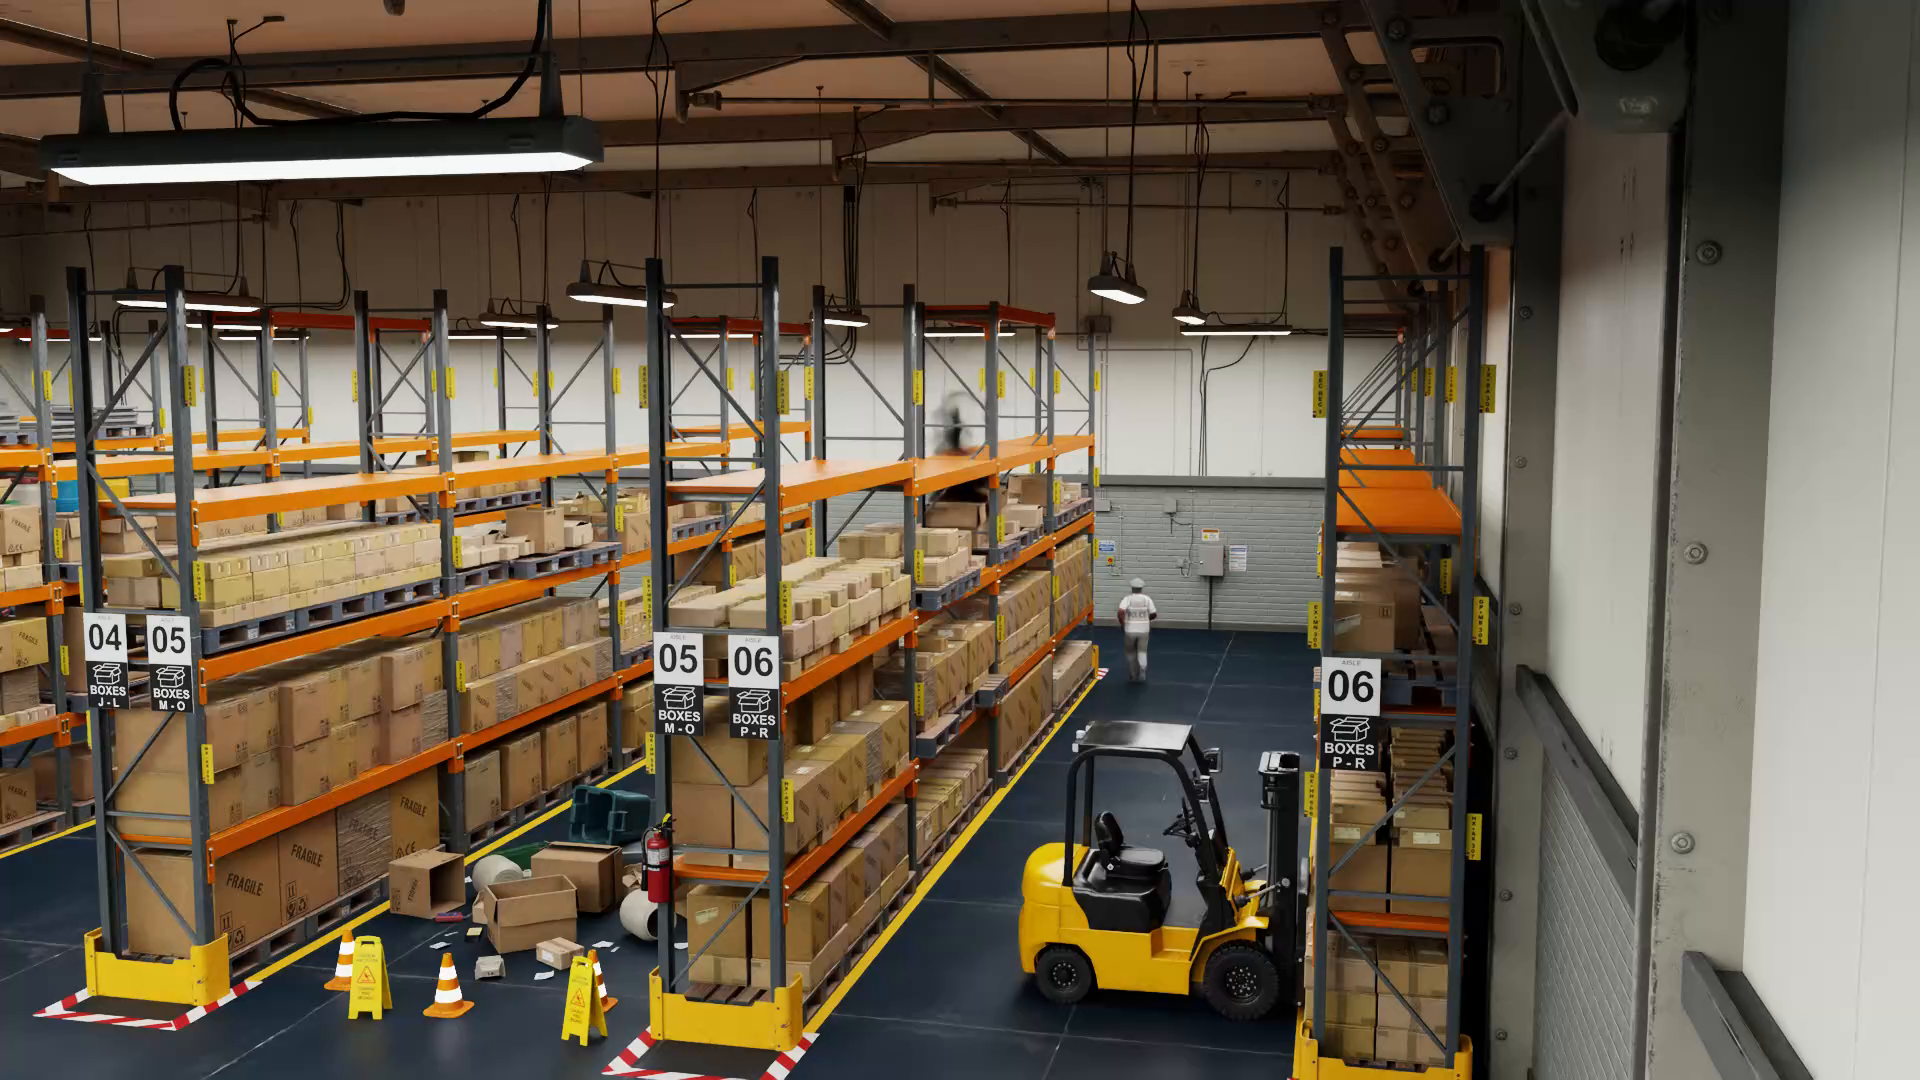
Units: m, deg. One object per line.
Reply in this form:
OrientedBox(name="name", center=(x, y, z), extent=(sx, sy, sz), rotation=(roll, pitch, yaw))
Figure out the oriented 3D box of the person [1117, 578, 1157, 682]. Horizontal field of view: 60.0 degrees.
OrientedBox(name="person", center=(2.916, 1.511, 27.483), extent=(0.658, 1.769, 0.938), rotation=(0, 6, 2))
